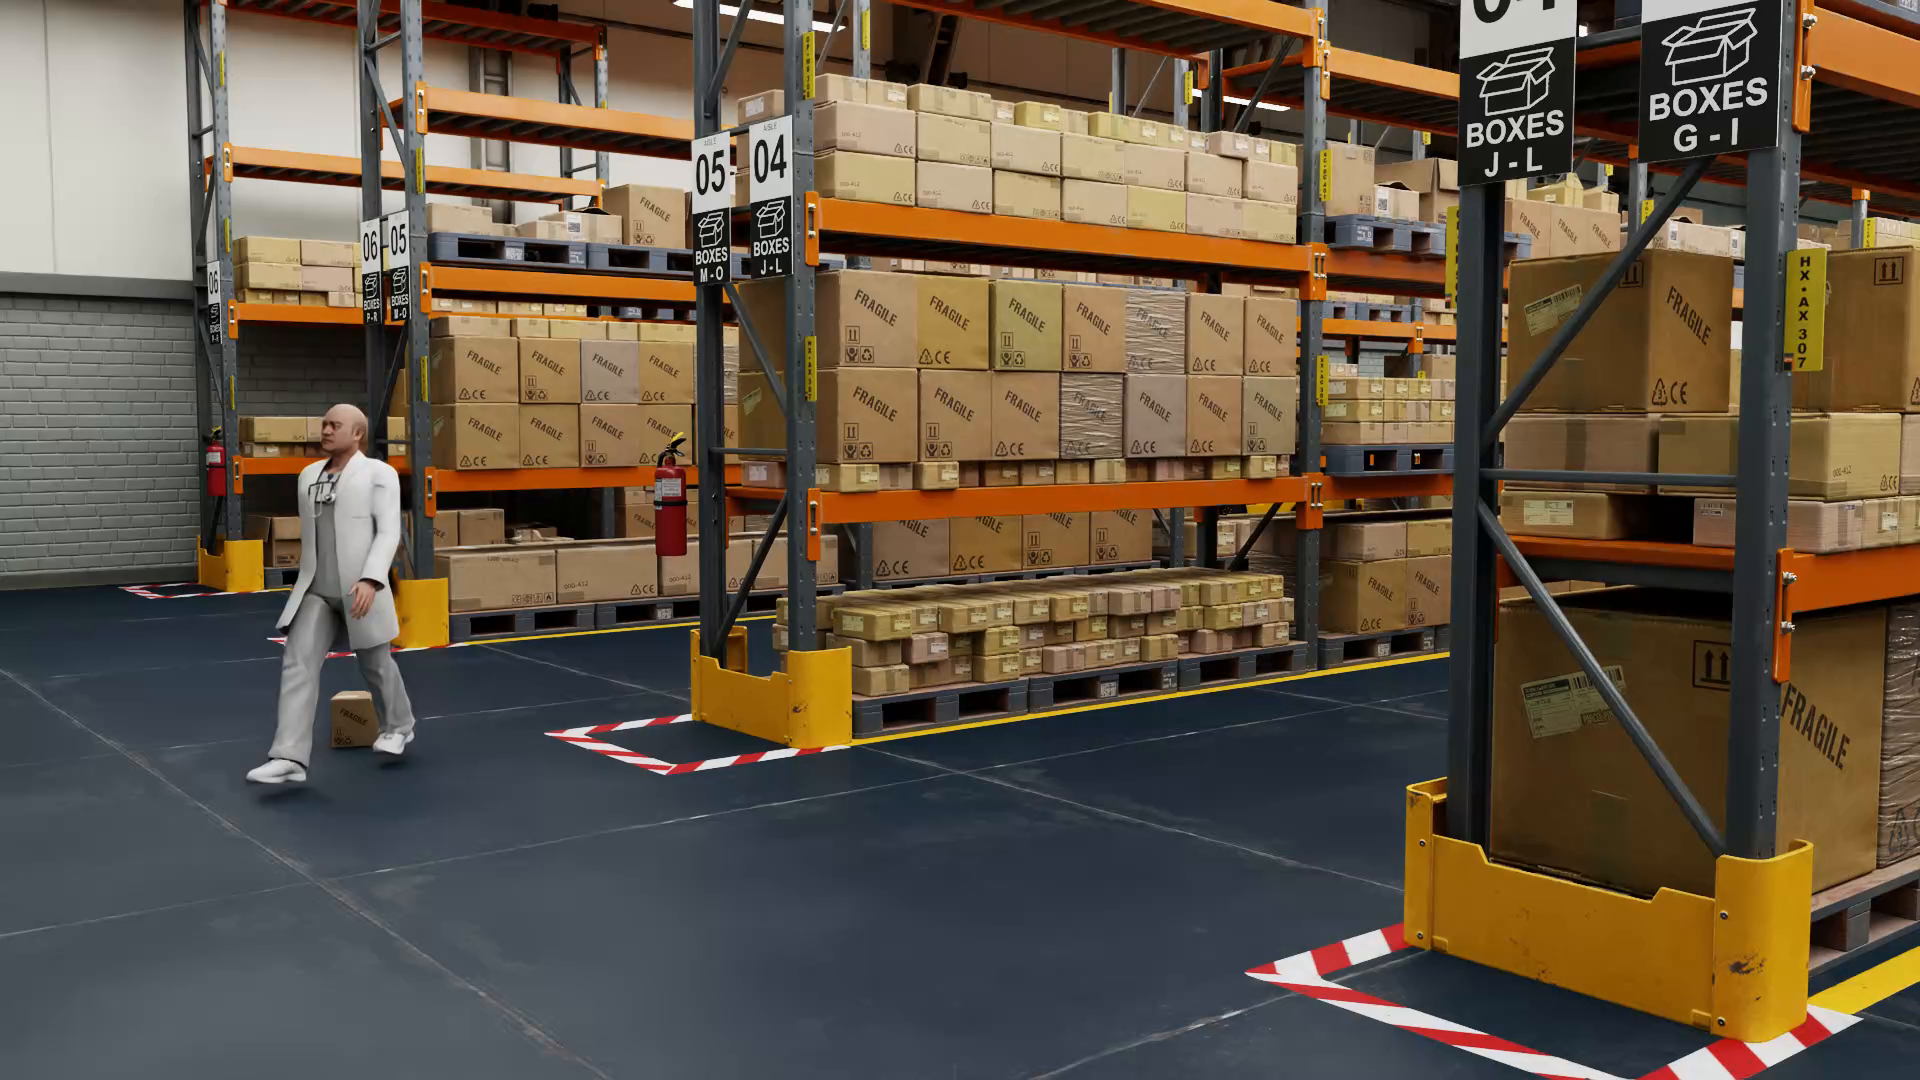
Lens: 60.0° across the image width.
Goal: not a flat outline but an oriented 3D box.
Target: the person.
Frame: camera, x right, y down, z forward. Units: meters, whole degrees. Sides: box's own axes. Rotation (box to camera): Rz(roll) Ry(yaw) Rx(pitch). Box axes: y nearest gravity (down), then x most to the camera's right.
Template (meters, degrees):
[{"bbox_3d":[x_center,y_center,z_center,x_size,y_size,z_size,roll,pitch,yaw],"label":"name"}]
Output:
[{"bbox_3d":[-2.885,0.230,7.728,0.572,1.722,1.104,1,4,8],"label":"person"}]
